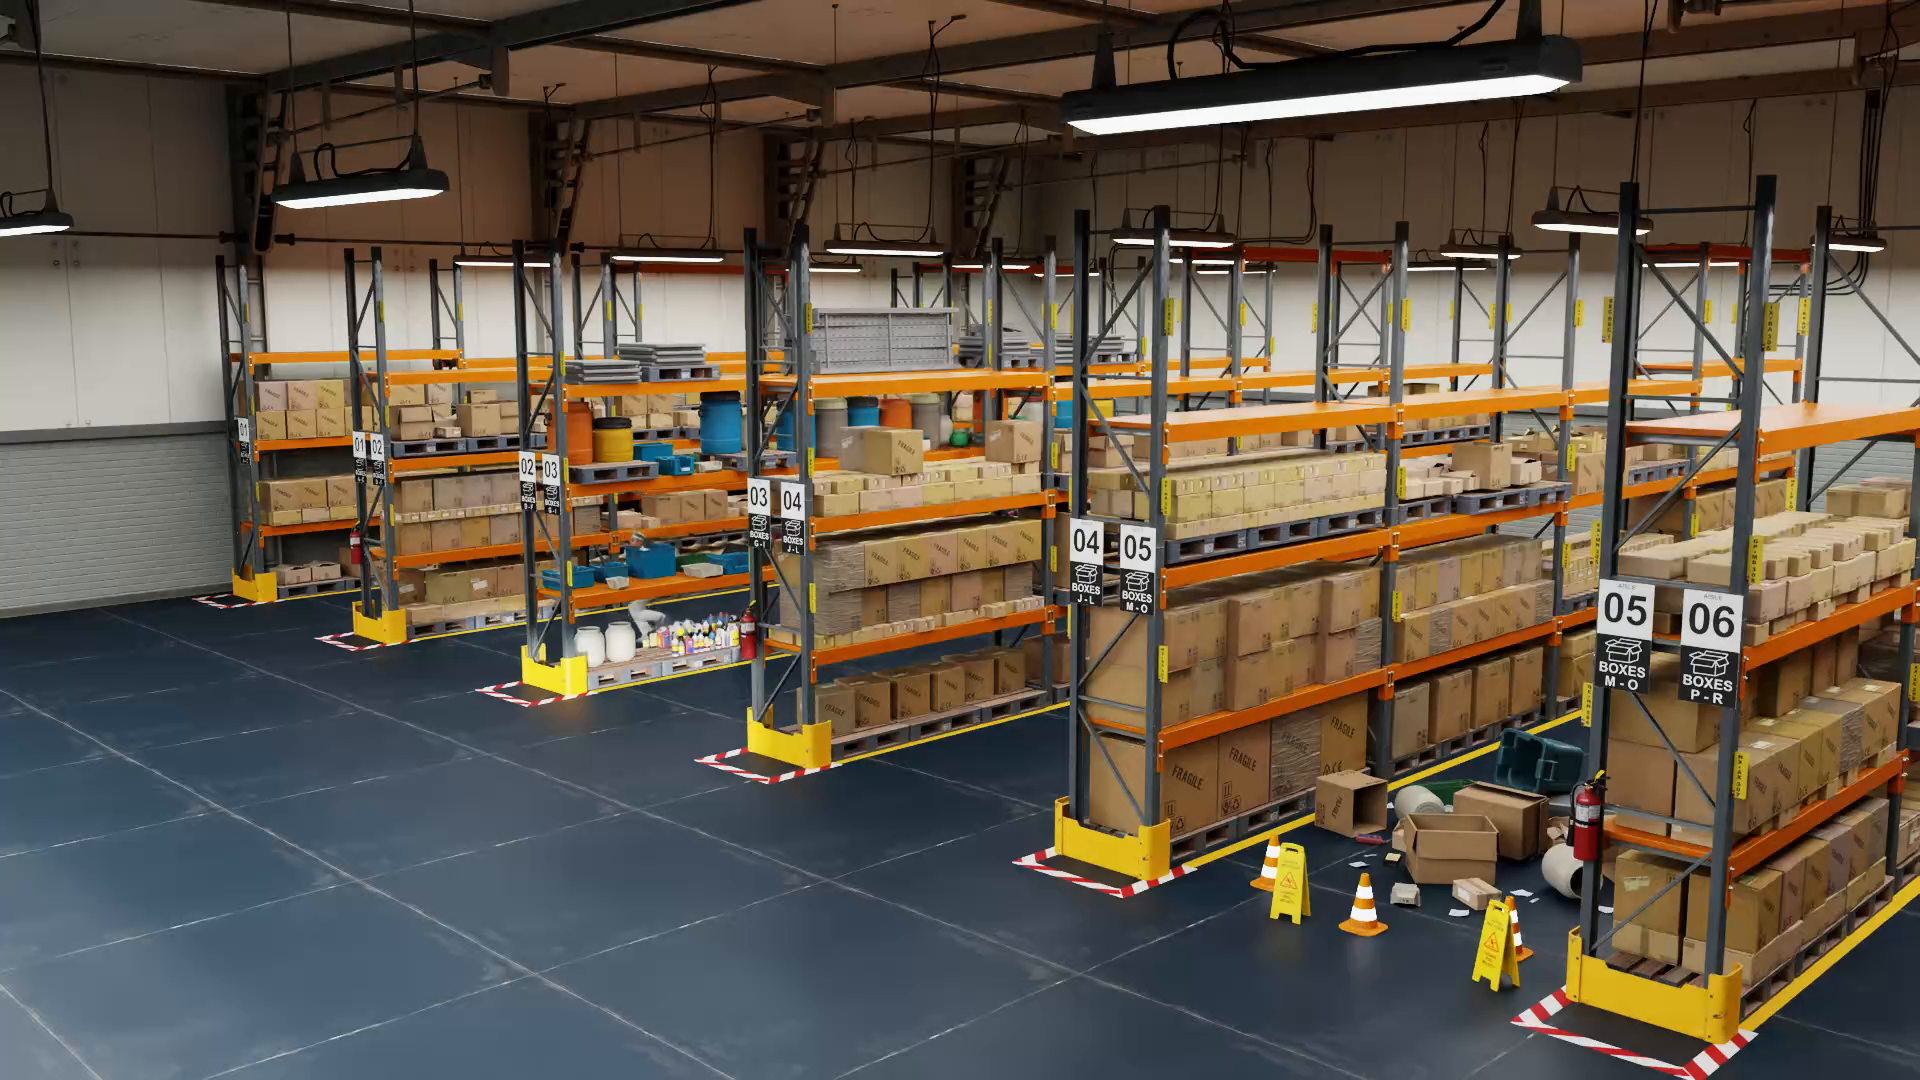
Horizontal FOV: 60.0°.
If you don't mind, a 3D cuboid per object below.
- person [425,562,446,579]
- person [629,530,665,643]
[{"bbox_3d":[-8.955,0.308,28.327,0.684,1.687,0.762,6,10,37],"label":"person"},{"bbox_3d":[-4.862,0.719,25.438,0.676,1.754,0.687,-5,9,-31],"label":"person"}]
